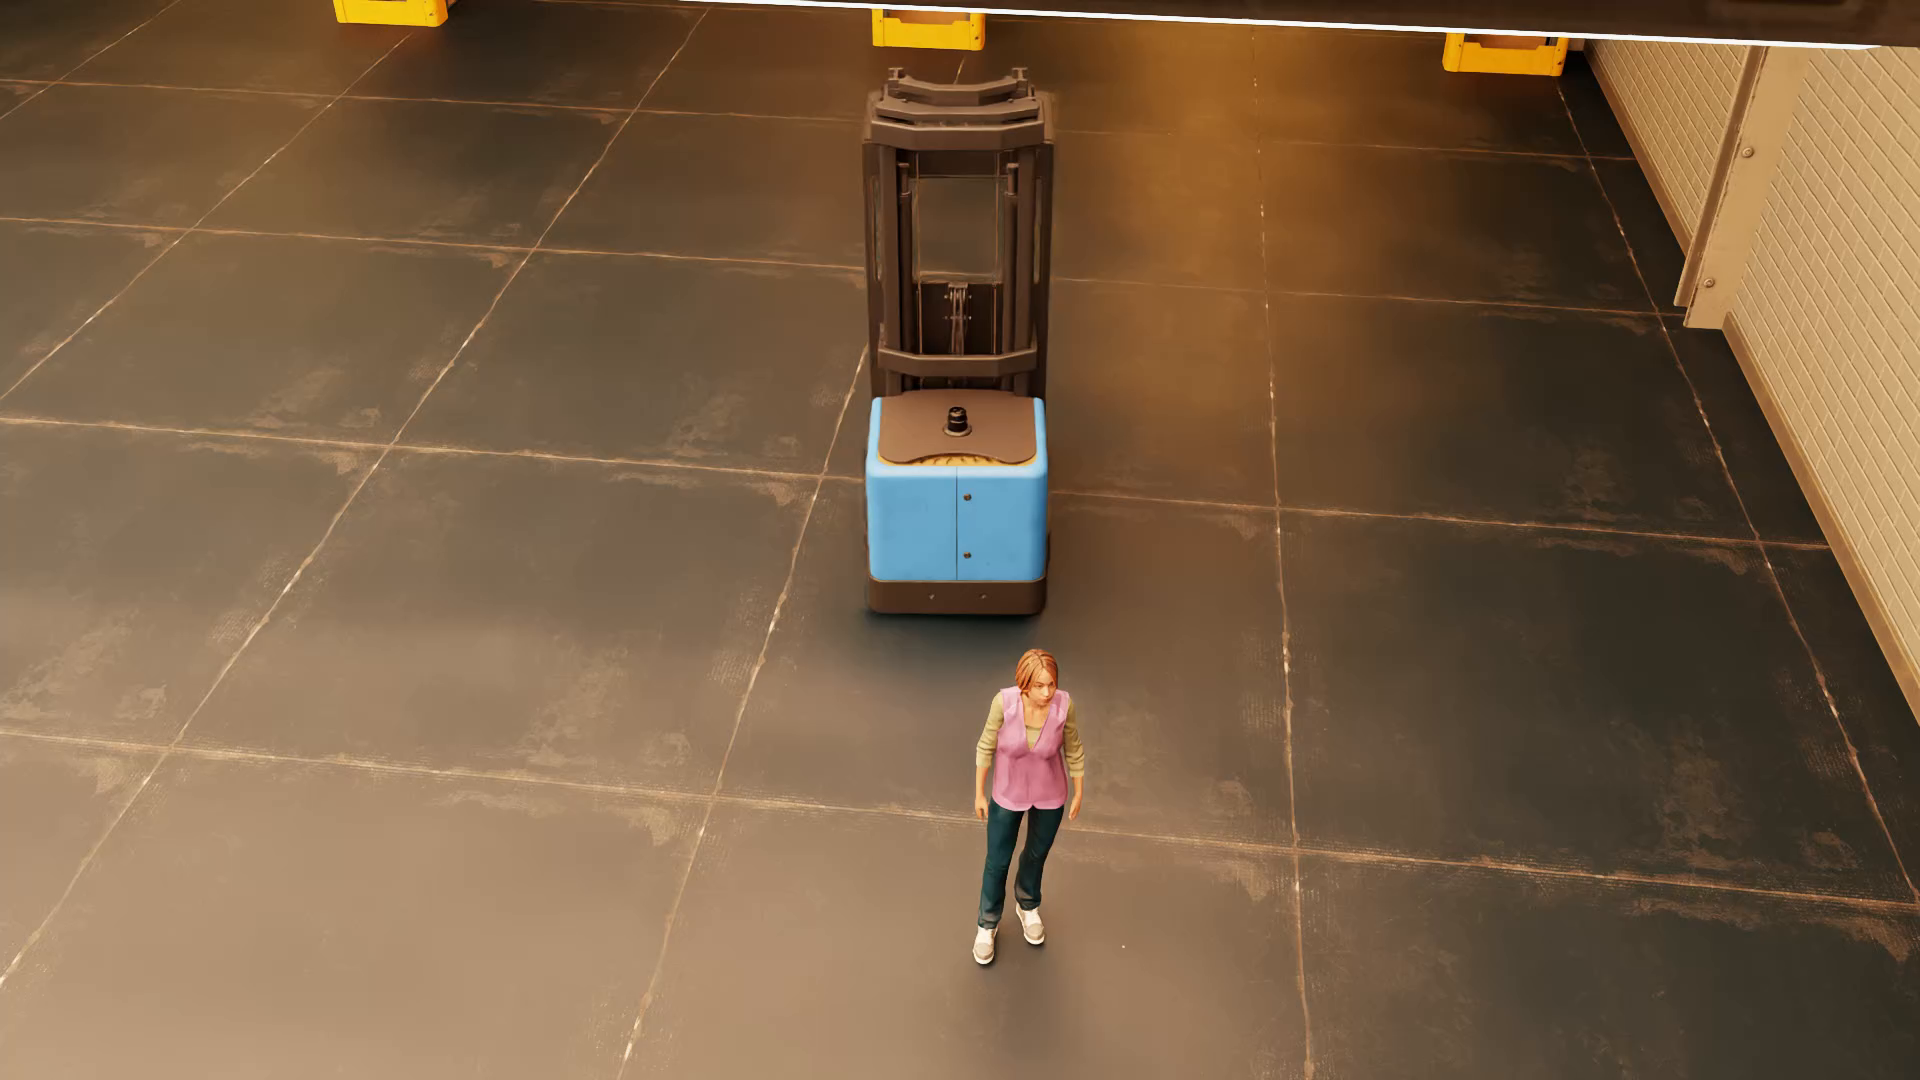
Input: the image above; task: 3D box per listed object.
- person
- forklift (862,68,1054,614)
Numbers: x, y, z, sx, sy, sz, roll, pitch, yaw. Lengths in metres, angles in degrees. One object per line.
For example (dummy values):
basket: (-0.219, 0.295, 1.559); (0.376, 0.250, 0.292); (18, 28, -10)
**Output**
person: (0.309, 1.206, 7.507); (0.520, 1.597, 0.475); (-3, 36, -3)
forklift: (-0.011, -1.584, 10.179); (1.130, 2.935, 3.031); (0, 36, 0)
